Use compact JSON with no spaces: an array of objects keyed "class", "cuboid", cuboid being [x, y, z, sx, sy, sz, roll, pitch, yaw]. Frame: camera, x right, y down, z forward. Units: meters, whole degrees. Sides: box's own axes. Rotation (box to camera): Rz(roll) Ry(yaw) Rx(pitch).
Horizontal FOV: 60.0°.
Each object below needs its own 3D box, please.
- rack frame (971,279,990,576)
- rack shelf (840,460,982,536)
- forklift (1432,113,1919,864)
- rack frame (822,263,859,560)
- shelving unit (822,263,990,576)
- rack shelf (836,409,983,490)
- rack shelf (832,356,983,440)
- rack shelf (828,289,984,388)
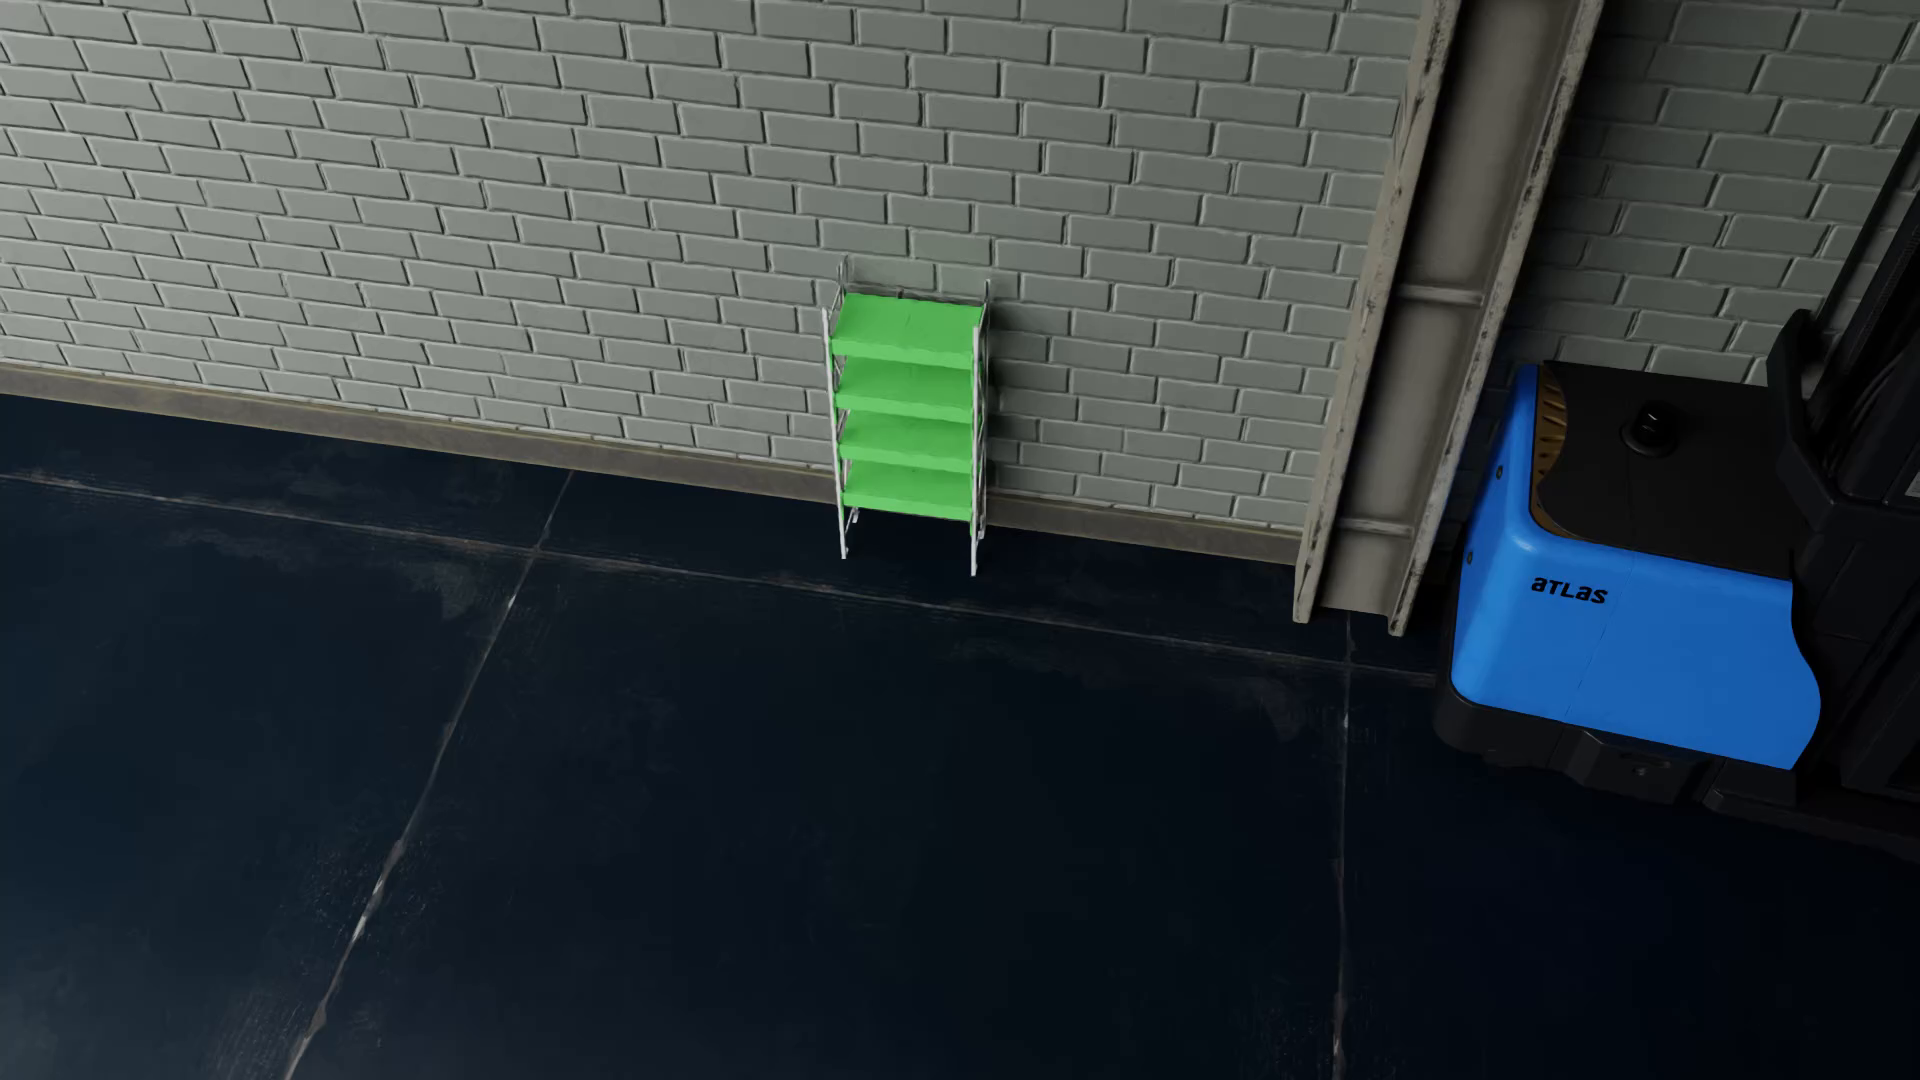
[{"class":"rack frame","cuboid":[0.070,-0.357,5.763,0.015,1.200,0.240,7,48,6]},{"class":"rack shelf","cuboid":[-0.171,-0.184,6.017,0.480,0.148,0.258,7,48,6]},{"class":"forklift","cuboid":[3.164,-0.329,4.575,3.031,2.935,1.130,12,49,10]},{"class":"rack frame","cuboid":[-0.411,-0.418,5.818,0.015,1.200,0.240,7,48,6]},{"class":"shelving unit","cuboid":[-0.171,-0.387,5.791,0.503,1.200,0.258,7,48,6]},{"class":"rack shelf","cuboid":[-0.171,-0.344,5.838,0.480,0.148,0.258,7,48,6]},{"class":"rack shelf","cuboid":[-0.171,-0.505,5.660,0.480,0.148,0.258,7,48,6]},{"class":"rack shelf","cuboid":[-0.171,-0.666,5.482,0.480,0.148,0.258,7,48,6]}]
